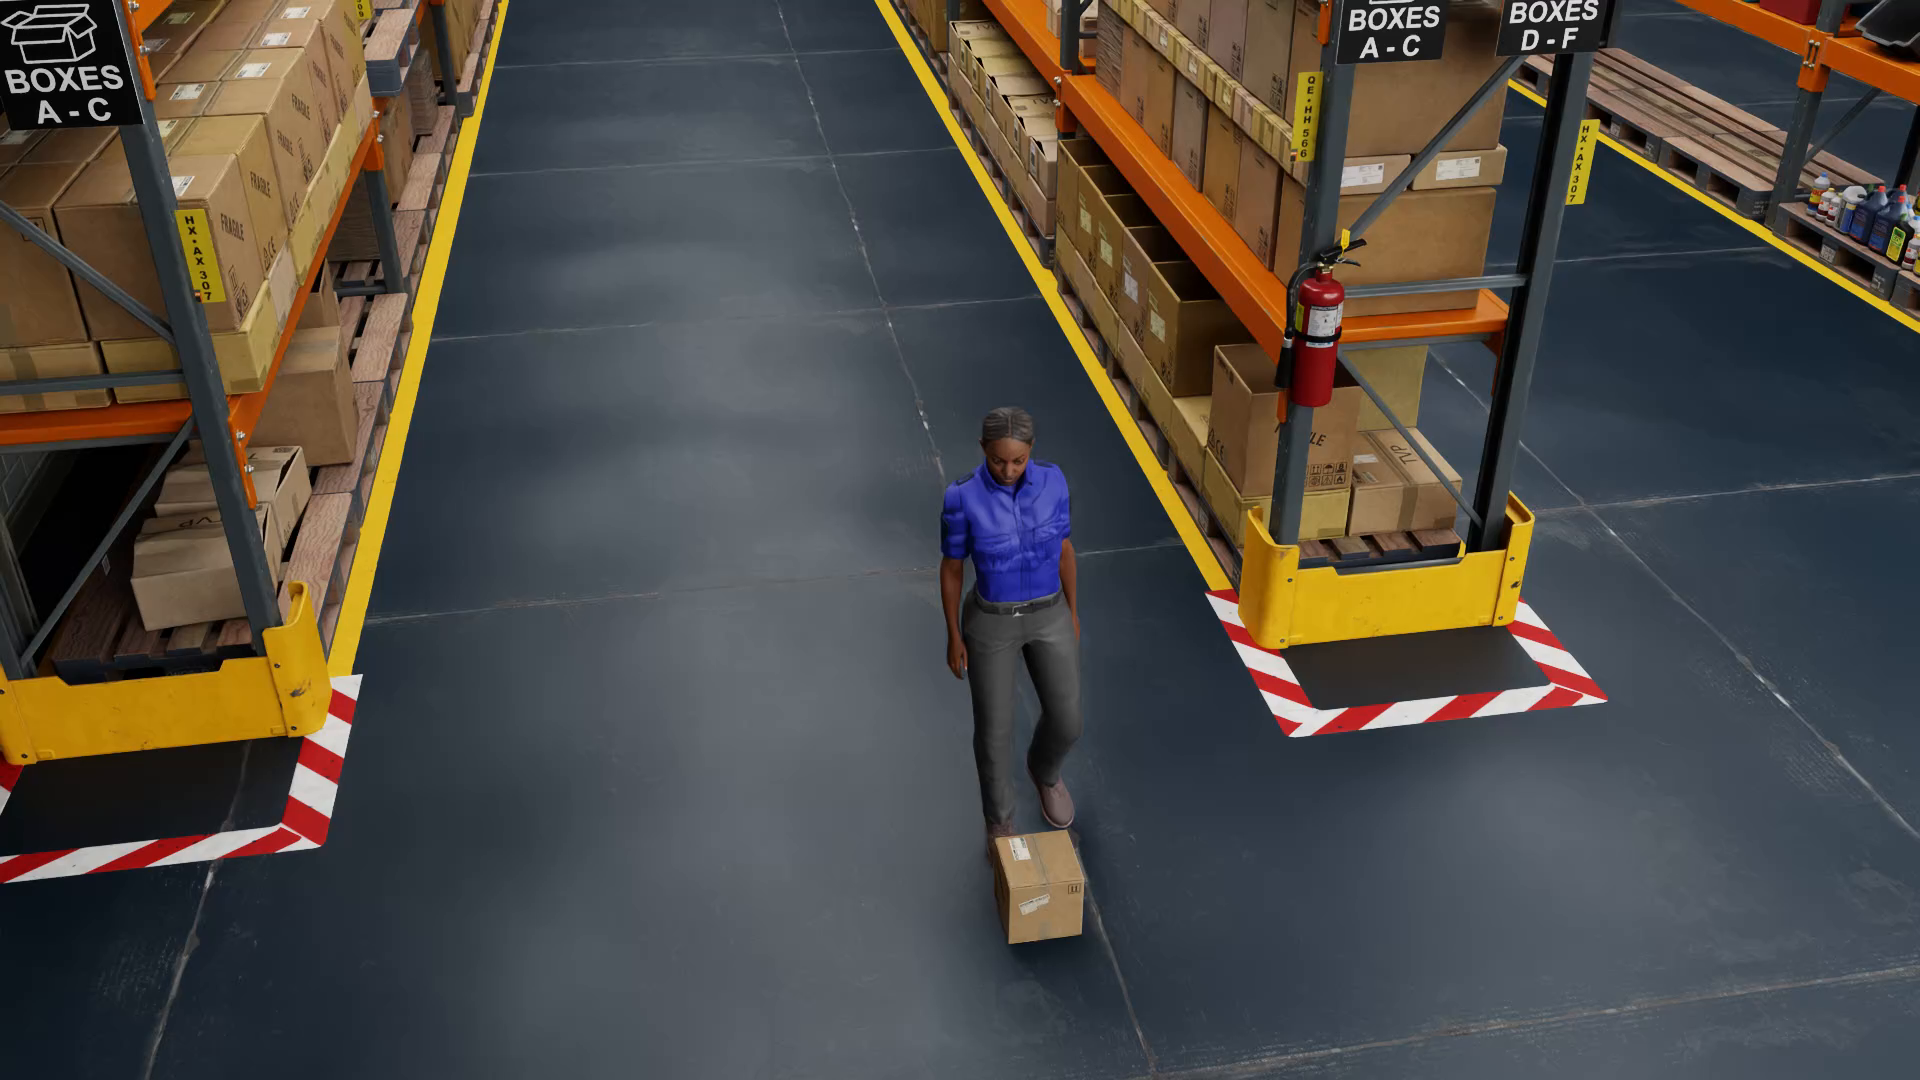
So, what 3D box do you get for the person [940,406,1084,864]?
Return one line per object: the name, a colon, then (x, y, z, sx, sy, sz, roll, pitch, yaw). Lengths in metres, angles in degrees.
person: (0.195, 0.334, 5.561, 0.485, 1.689, 0.455, -7, 32, -12)
